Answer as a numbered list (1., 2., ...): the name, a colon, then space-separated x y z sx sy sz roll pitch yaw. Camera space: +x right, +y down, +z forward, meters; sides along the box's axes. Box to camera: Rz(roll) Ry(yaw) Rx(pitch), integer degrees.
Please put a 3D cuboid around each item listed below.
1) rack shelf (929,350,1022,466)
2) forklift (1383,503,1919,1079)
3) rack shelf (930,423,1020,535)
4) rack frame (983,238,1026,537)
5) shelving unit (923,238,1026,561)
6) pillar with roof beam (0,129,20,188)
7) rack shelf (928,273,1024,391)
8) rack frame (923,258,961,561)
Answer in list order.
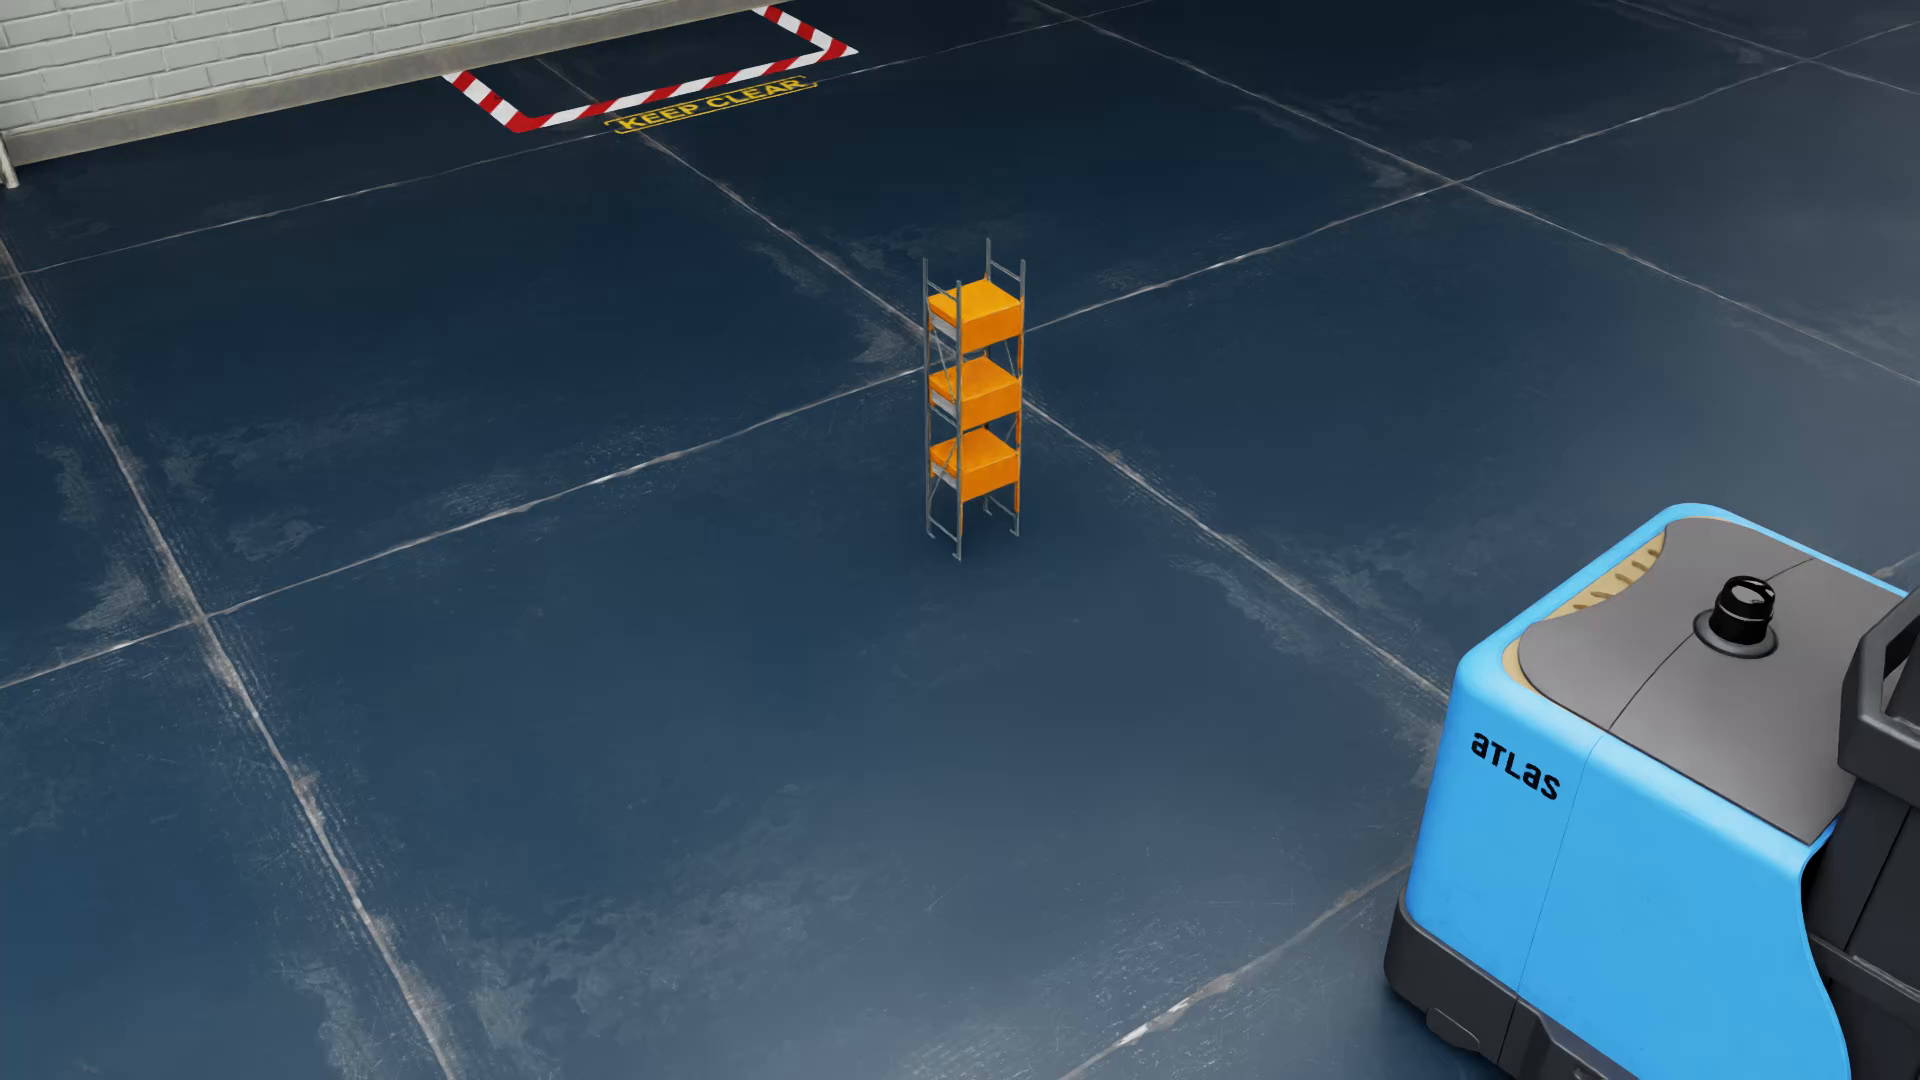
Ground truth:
1. rack shelf: 0.044 -0.436 5.475 0.240 0.259 0.215 -22 41 -28
2. forklift: 2.407 0.397 2.688 1.130 2.935 3.031 -27 44 -33
3. rack shelf: 0.044 -0.210 5.637 0.240 0.259 0.215 -22 41 -28
4. rack frame: 0.143 -0.485 5.526 0.008 1.050 0.200 -22 41 -28
5. shelving unit: 0.044 -0.444 5.468 0.252 1.050 0.215 -22 41 -28
6. pillar with roof beam: -2.387 -3.344 2.692 0.400 9.000 9.100 -22 41 -28
7. rack shelf: 0.044 -0.666 5.309 0.240 0.259 0.215 -22 41 -28
8. rack frame: -0.056 -0.403 5.411 0.008 1.050 0.200 -22 41 -28
